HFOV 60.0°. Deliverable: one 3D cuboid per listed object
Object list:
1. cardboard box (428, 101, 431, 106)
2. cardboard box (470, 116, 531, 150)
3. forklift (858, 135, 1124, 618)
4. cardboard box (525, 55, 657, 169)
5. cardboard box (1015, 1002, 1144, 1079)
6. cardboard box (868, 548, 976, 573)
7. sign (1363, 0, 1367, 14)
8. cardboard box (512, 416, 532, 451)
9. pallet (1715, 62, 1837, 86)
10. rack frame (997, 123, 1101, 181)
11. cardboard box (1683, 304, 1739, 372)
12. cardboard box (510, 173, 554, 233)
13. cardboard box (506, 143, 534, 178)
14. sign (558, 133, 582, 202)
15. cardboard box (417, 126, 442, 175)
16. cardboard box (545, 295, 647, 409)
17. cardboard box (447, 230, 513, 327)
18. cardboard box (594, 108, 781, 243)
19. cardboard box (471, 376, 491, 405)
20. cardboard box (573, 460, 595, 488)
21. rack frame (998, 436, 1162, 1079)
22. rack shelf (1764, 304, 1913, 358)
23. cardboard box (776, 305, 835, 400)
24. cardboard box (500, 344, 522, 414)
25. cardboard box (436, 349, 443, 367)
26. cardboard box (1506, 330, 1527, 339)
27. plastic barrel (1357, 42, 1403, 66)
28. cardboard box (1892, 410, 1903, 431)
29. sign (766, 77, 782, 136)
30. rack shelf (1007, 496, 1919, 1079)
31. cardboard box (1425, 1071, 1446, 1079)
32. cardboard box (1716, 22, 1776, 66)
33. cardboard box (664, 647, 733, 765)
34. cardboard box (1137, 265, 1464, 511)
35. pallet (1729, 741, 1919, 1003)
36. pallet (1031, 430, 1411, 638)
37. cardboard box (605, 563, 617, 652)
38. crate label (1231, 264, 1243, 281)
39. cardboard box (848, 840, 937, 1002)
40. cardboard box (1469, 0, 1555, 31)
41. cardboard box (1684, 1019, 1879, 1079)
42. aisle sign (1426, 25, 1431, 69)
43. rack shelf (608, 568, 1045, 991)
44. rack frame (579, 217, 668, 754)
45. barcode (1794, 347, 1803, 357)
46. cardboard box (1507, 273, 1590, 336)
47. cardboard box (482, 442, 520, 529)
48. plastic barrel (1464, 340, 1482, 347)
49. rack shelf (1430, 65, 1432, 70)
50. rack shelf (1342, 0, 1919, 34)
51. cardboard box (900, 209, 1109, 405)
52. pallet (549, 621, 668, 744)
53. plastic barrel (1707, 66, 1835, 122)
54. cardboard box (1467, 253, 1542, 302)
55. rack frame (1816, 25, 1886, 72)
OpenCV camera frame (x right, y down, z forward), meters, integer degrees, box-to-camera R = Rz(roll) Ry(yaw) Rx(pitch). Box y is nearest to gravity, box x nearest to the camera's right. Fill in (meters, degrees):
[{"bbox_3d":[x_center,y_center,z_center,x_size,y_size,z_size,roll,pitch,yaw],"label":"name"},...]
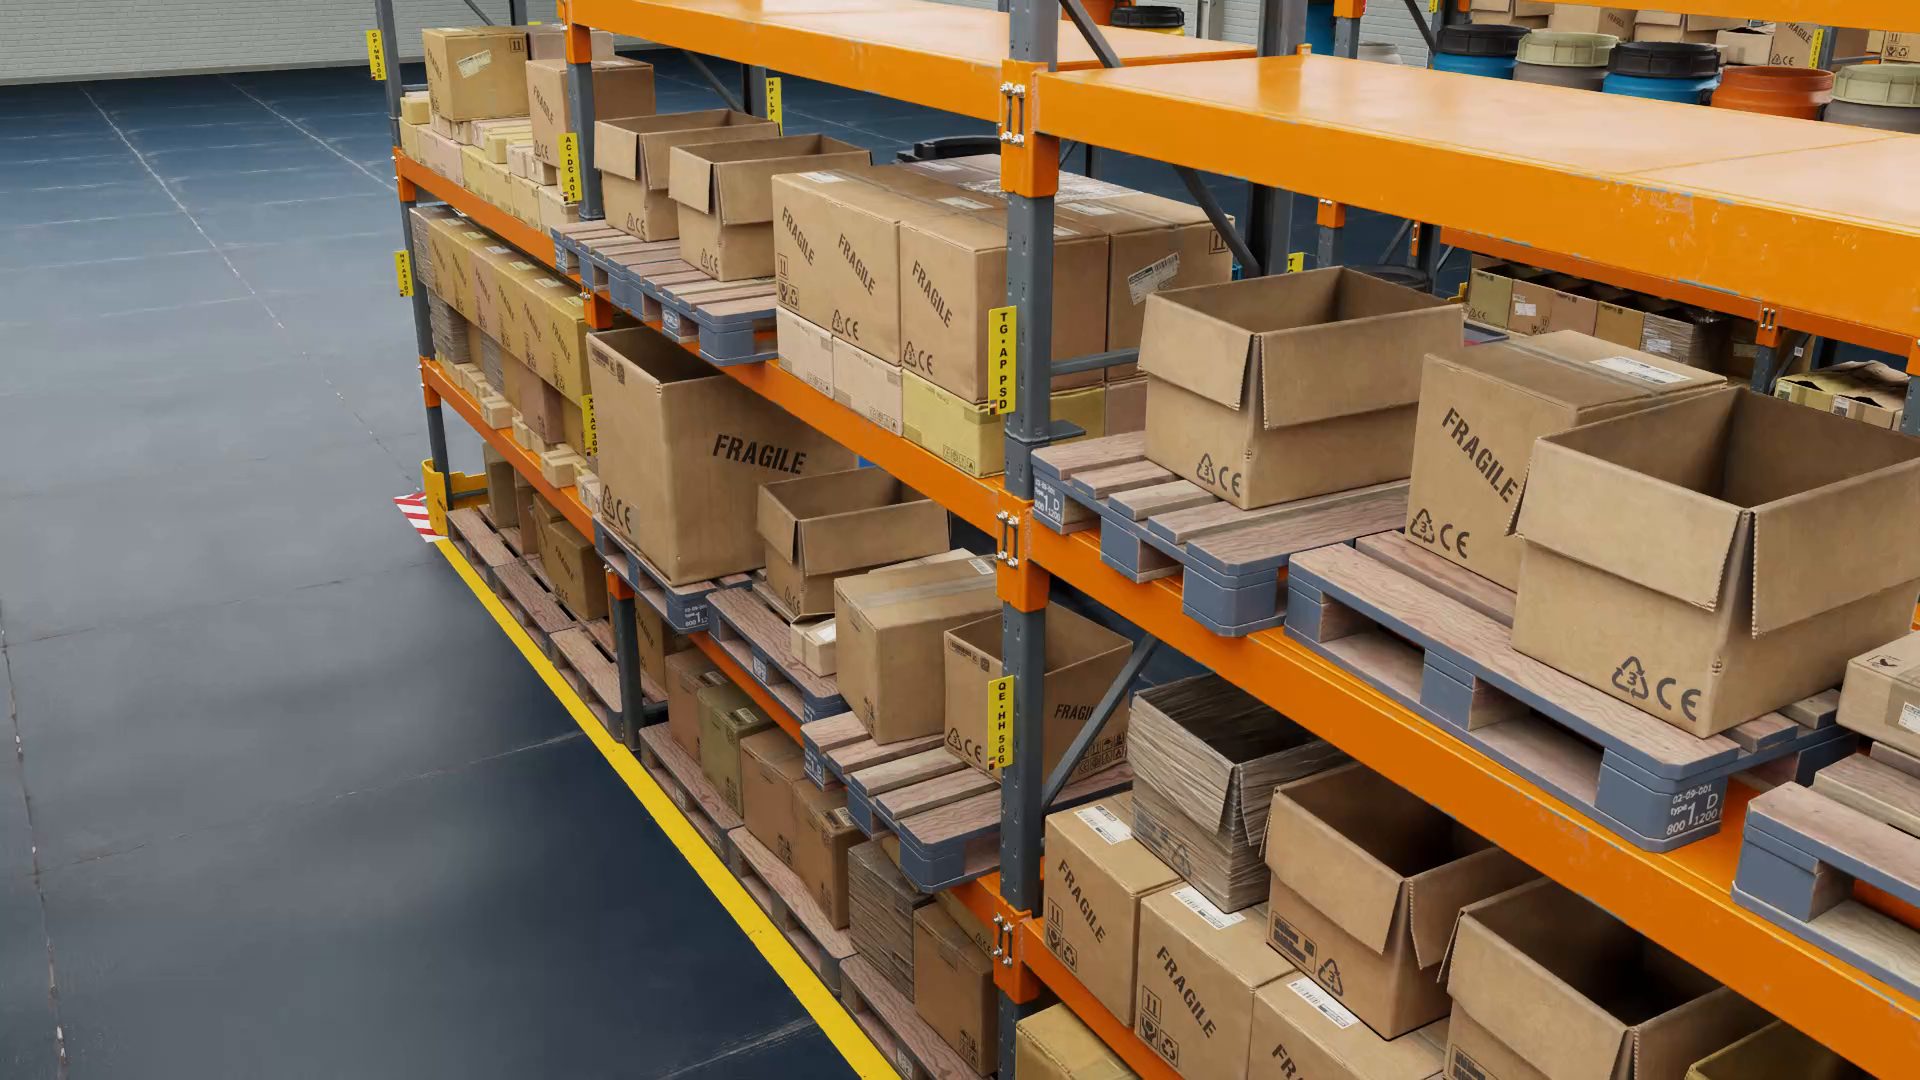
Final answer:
[{"bbox_3d":[-3.263,-2.810,10.927,0.380,0.149,0.250,-13,26,-29],"label":"cardboard box"},{"bbox_3d":[-2.745,-2.471,10.094,0.380,0.149,0.250,-13,25,-29],"label":"cardboard box"},{"bbox_3d":[0.237,-1.141,11.226,1.130,2.935,3.031,-9,24,-21],"label":"forklift"},{"bbox_3d":[-1.895,-2.207,8.581,0.500,0.500,0.500,-13,26,-30],"label":"cardboard box"},{"bbox_3d":[0.932,2.007,5.653,1.225,0.875,0.875,-14,26,-31],"label":"cardboard box"},{"bbox_3d":[-0.061,0.278,7.284,0.500,0.250,0.500,-13,26,-30],"label":"cardboard box"},{"bbox_3d":[6.174,-8.243,25.529,0.001,0.298,0.199,-13,25,-28],"label":"sign"},{"bbox_3d":[-2.562,-0.690,10.358,0.380,0.149,0.250,-13,25,-28],"label":"cardboard box"},{"bbox_3d":[6.614,-3.829,13.881,1.003,0.211,1.213,-13,25,-28],"label":"pallet"},{"bbox_3d":[0.769,-2.552,14.607,1.000,3.000,0.127,-13,25,-28],"label":"rack frame"},{"bbox_3d":[6.842,-1.848,14.972,0.500,0.500,0.500,-13,25,-28],"label":"cardboard box"},{"bbox_3d":[-2.161,-1.893,9.201,0.500,0.250,0.500,-12,25,-27],"label":"cardboard box"},{"bbox_3d":[-2.284,-2.112,9.210,0.380,0.149,0.250,-13,26,-30],"label":"cardboard box"},{"bbox_3d":[-1.909,-1.827,8.152,0.100,0.325,0.005,-13,25,-28],"label":"sign"},{"bbox_3d":[-3.197,-2.548,10.812,0.500,0.250,0.500,-13,26,-29],"label":"cardboard box"},{"bbox_3d":[-1.913,-1.045,9.042,0.500,0.500,0.500,-13,25,-28],"label":"cardboard box"},{"bbox_3d":[-2.937,-1.692,10.634,0.500,0.500,0.500,-13,25,-28],"label":"cardboard box"},{"bbox_3d":[-1.291,-1.765,7.993,0.797,0.503,0.637,-14,26,-31],"label":"cardboard box"},{"bbox_3d":[-3.056,-1.017,11.164,0.380,0.149,0.250,-13,25,-28],"label":"cardboard box"},{"bbox_3d":[-2.004,-0.377,9.588,0.380,0.149,0.250,-13,25,-28],"label":"cardboard box"},{"bbox_3d":[0.597,0.990,5.892,1.000,3.000,0.127,-13,25,-28],"label":"rack frame"},{"bbox_3d":[8.094,-1.228,12.305,1.077,0.370,4.000,-13,25,-28],"label":"rack shelf"},{"bbox_3d":[-0.376,-0.758,6.408,0.500,0.250,0.500,-12,25,-27],"label":"cardboard box"},{"bbox_3d":[-2.410,-1.127,10.573,0.875,0.500,0.500,-13,25,-28],"label":"cardboard box"},{"bbox_3d":[-3.549,-1.345,11.970,0.380,0.149,0.250,-13,25,-28],"label":"cardboard box"},{"bbox_3d":[5.625,-1.885,16.059,0.500,0.250,0.500,-13,25,-28],"label":"cardboard box"},{"bbox_3d":[2.761,-3.070,11.192,0.421,0.512,0.421,0,22,0],"label":"plastic barrel"},{"bbox_3d":[7.586,-0.877,12.835,0.500,0.311,0.500,-14,26,-30],"label":"cardboard box"},{"bbox_3d":[-0.971,-2.224,8.606,0.100,0.325,0.005,-13,25,-28],"label":"sign"},{"bbox_3d":[1.619,0.581,3.869,1.077,0.370,4.000,-13,25,-28],"label":"rack shelf"},{"bbox_3d":[1.395,1.647,4.142,0.500,0.500,0.500,-13,25,-28],"label":"cardboard box"},{"bbox_3d":[6.766,-4.205,14.065,0.500,0.311,0.500,-14,26,-31],"label":"cardboard box"},{"bbox_3d":[-1.151,0.852,8.966,0.700,0.500,0.500,-15,26,-32],"label":"cardboard box"},{"bbox_3d":[0.971,-0.458,4.777,0.797,0.503,0.637,-11,25,-25],"label":"cardboard box"},{"bbox_3d":[2.130,0.697,2.884,0.805,0.209,1.217,-14,26,-30],"label":"pallet"},{"bbox_3d":[0.972,-0.114,4.875,1.213,0.211,1.003,-11,25,-26],"label":"pallet"},{"bbox_3d":[-1.915,0.338,10.259,0.500,0.500,0.500,-5,23,-11],"label":"cardboard box"},{"bbox_3d":[1.941,-2.025,13.262,0.502,0.435,0.616,-13,25,-28],"label":"crate label"},{"bbox_3d":[-0.057,1.554,7.239,0.700,0.500,0.500,-15,27,-33],"label":"cardboard box"},{"bbox_3d":[5.319,-5.014,15.798,0.797,0.503,0.637,-11,24,-25],"label":"cardboard box"},{"bbox_3d":[1.966,1.344,3.555,0.797,0.503,0.637,-12,25,-28],"label":"cardboard box"},{"bbox_3d":[4.732,-4.670,16.366,0.394,0.787,0.004,-13,25,-28],"label":"aisle sign"},{"bbox_3d":[-0.424,0.676,7.620,1.077,0.370,4.000,-13,25,-28],"label":"rack shelf"},{"bbox_3d":[-1.446,-0.305,9.077,1.000,3.000,0.127,-13,25,-28],"label":"rack frame"},{"bbox_3d":[6.845,-1.537,13.569,0.001,0.075,0.075,-13,25,-28],"label":"barcode"},{"bbox_3d":[5.635,-2.235,15.923,0.500,0.500,0.500,-13,25,-28],"label":"cardboard box"},{"bbox_3d":[-3.185,-0.431,12.149,0.500,0.500,0.500,-8,23,-18],"label":"cardboard box"},{"bbox_3d":[3.112,-0.968,10.530,0.433,0.535,0.433,0,22,0],"label":"plastic barrel"},{"bbox_3d":[6.050,-3.913,14.926,1.077,0.370,4.000,-13,25,-28],"label":"rack shelf"},{"bbox_3d":[3.834,-2.870,8.909,1.077,0.370,4.000,-13,25,-28],"label":"rack shelf"},{"bbox_3d":[0.138,-0.784,5.475,0.500,0.500,0.500,-12,25,-27],"label":"cardboard box"},{"bbox_3d":[-1.820,0.777,10.120,1.003,0.211,1.213,-13,25,-28],"label":"pallet"},{"bbox_3d":[4.288,-2.070,8.867,0.600,0.830,0.708,-13,25,-28],"label":"plastic barrel"},{"bbox_3d":[5.559,-2.655,16.959,0.500,0.500,0.500,-13,25,-28],"label":"cardboard box"},{"bbox_3d":[7.072,-4.988,12.632,1.000,3.000,0.127,-13,25,-28],"label":"rack frame"}]
